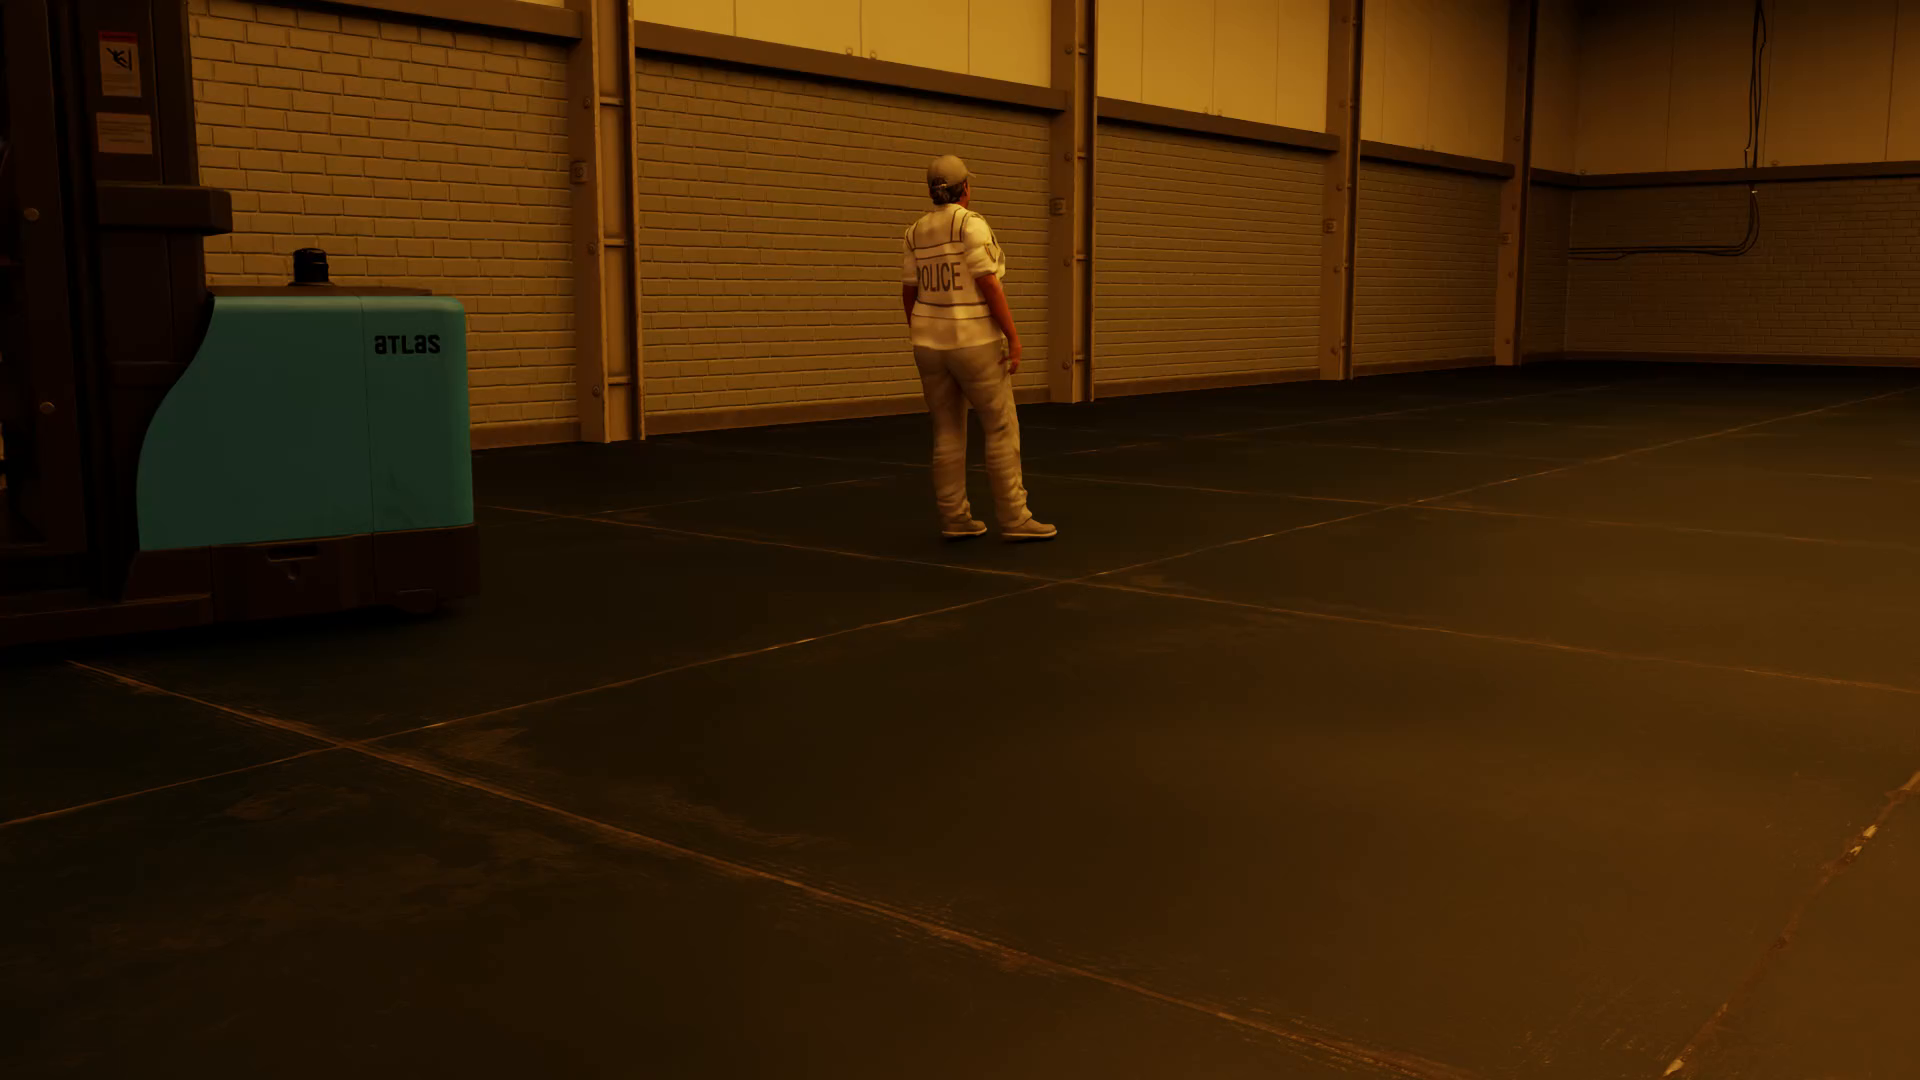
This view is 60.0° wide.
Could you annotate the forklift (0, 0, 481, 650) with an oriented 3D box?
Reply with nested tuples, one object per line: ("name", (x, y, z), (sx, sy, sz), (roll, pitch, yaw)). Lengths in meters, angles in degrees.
("forklift", (-3.141, -1.132, 5.020), (3.031, 2.935, 1.130), (-6, 10, -34))

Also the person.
("person", (0.066, -0.839, 7.328), (0.599, 1.670, 0.529), (7, 11, 38))
